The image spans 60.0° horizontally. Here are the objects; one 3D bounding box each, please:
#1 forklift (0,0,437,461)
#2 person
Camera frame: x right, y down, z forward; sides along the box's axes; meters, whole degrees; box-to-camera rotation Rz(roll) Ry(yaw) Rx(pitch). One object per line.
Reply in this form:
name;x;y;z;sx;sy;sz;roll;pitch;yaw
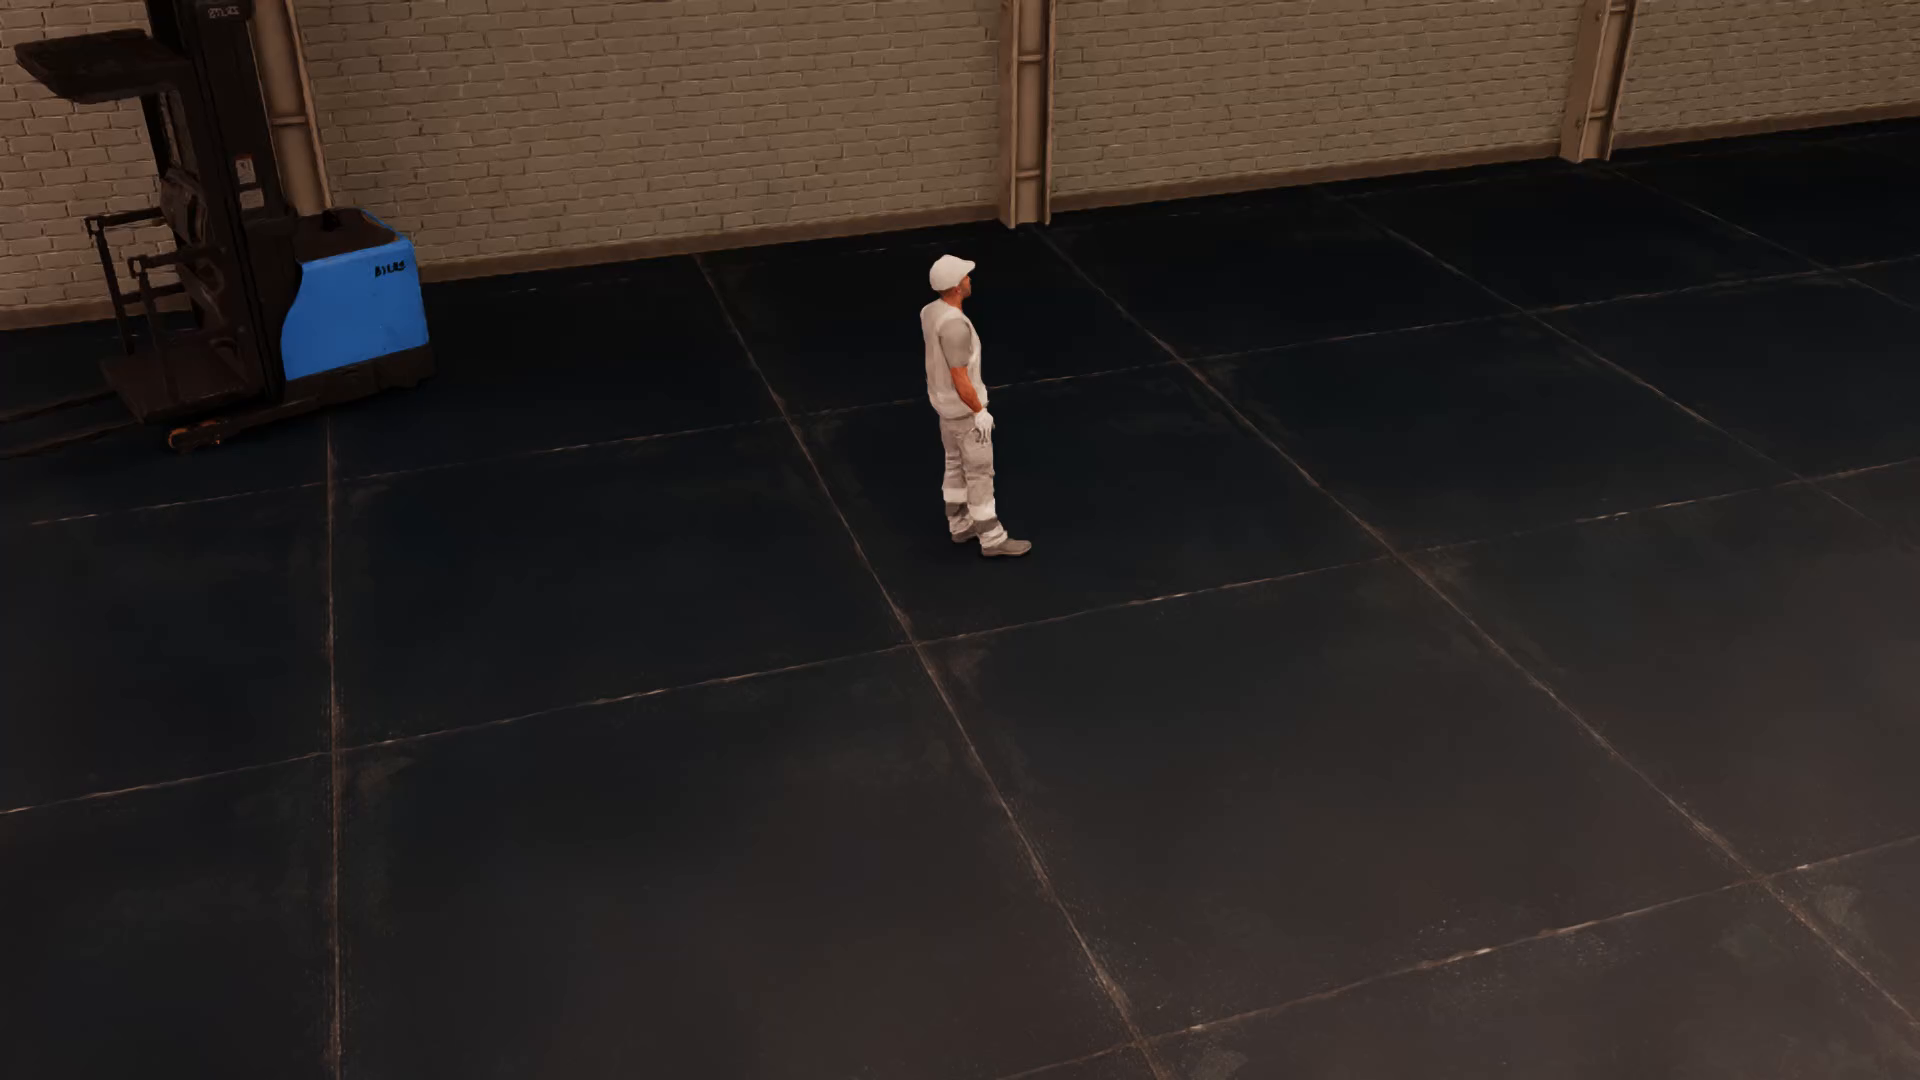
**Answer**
forklift;-5.240;-2.141;10.808;3.031;2.935;1.130;-22;36;-33
person;0.080;-0.789;9.589;0.563;1.787;0.637;-10;31;-16
